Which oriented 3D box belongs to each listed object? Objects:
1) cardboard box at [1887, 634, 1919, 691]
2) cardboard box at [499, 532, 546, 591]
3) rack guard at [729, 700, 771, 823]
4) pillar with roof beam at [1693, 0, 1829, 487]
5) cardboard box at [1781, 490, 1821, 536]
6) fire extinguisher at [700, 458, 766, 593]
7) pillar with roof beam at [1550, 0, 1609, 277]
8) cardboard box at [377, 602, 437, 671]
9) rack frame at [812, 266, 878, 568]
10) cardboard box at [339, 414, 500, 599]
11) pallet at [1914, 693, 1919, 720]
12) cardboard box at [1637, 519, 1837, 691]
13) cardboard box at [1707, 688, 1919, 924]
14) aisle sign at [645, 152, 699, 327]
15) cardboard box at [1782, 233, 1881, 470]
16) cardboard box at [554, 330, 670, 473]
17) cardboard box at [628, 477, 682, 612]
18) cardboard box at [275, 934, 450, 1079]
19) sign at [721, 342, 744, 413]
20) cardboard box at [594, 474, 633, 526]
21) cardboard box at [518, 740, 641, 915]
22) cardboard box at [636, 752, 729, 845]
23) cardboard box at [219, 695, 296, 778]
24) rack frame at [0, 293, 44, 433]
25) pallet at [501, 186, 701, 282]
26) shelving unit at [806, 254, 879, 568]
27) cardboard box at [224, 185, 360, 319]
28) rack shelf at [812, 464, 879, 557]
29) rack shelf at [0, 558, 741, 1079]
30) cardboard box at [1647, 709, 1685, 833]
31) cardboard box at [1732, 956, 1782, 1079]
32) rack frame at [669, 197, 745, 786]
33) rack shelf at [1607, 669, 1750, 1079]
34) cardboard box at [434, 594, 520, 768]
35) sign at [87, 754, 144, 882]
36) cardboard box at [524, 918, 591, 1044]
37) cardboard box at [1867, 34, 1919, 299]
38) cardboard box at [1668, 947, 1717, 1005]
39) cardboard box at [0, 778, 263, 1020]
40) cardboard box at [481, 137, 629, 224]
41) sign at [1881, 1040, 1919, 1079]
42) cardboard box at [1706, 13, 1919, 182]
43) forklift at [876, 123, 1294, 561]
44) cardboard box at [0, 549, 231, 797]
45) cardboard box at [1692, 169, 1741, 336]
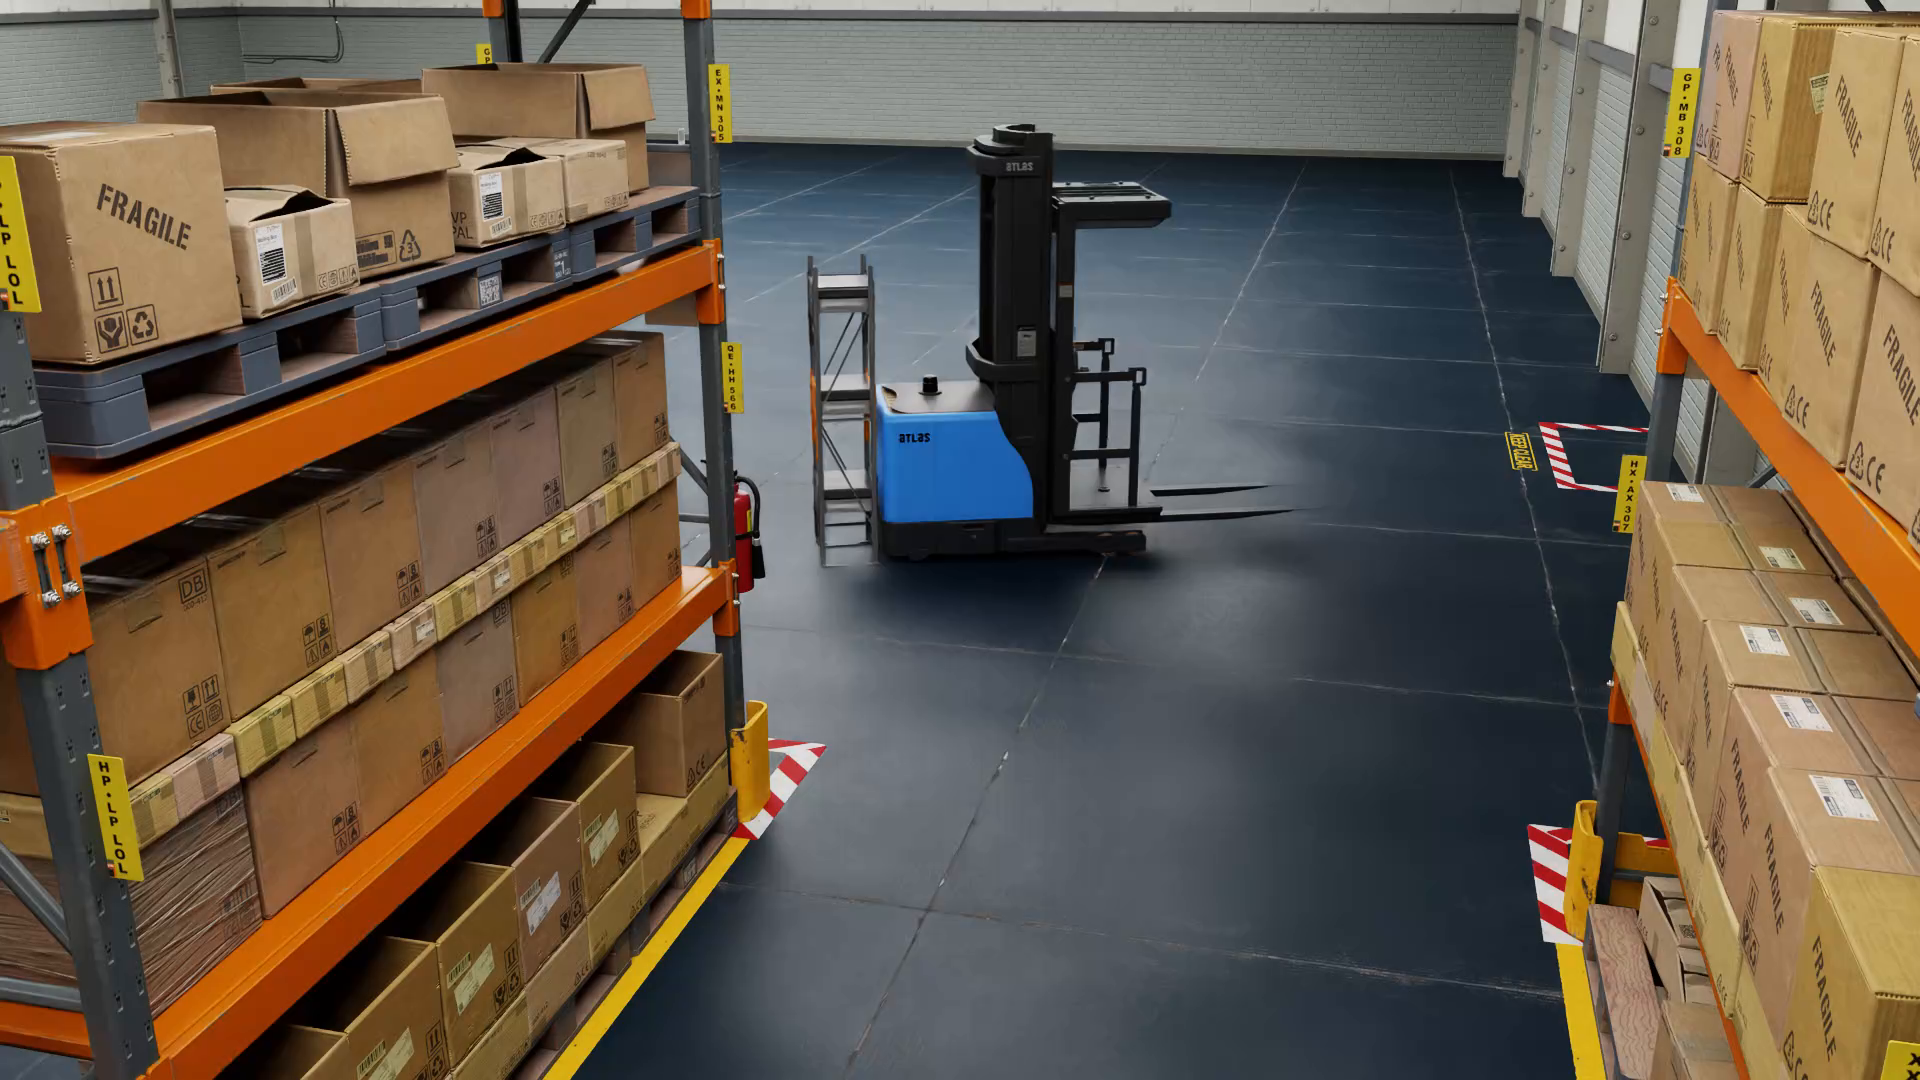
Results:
[{"bbox_3d":[2.961,0.616,4.785,0.500,0.500,0.500,5,19,14],"label":"cardboard box"},{"bbox_3d":[-1.780,0.064,6.202,0.380,0.149,0.250,5,20,15],"label":"cardboard box"},{"bbox_3d":[-1.551,1.053,8.332,1.175,0.500,0.348,5,19,13],"label":"rack guard"},{"bbox_3d":[1.207,-4.504,11.453,9.100,9.000,0.400,5,19,13],"label":"pillar with roof beam"},{"bbox_3d":[3.339,0.139,6.182,0.500,0.500,0.500,4,19,13],"label":"cardboard box"},{"bbox_3d":[-1.077,-0.086,7.920,0.296,0.674,0.183,5,19,13],"label":"fire extinguisher"},{"bbox_3d":[4.139,-8.266,22.465,9.100,9.000,0.400,5,19,13],"label":"pillar with roof beam"},{"bbox_3d":[-1.969,0.304,5.500,0.380,0.149,0.250,4,19,12],"label":"cardboard box"},{"bbox_3d":[-0.775,-0.812,11.315,0.400,2.100,0.015,-3,19,-8],"label":"rack frame"},{"bbox_3d":[-2.064,-0.142,5.800,0.700,0.500,0.500,5,19,13],"label":"cardboard box"},{"bbox_3d":[2.017,0.376,2.097,1.213,0.211,1.003,5,19,13],"label":"pallet"},{"bbox_3d":[2.710,0.254,5.844,0.500,0.500,0.500,5,19,14],"label":"cardboard box"},{"bbox_3d":[2.336,0.741,4.418,0.500,0.500,0.500,4,19,12],"label":"cardboard box"},{"bbox_3d":[-1.256,-1.350,7.478,0.394,0.787,0.004,5,19,13],"label":"aisle sign"},{"bbox_3d":[2.389,-0.467,4.088,0.500,0.500,0.500,4,19,11],"label":"cardboard box"},{"bbox_3d":[-1.696,-0.622,7.206,0.700,0.500,0.500,5,19,14],"label":"cardboard box"},{"bbox_3d":[-1.683,-0.025,7.465,0.700,0.500,0.500,5,19,13],"label":"cardboard box"},{"bbox_3d":[-2.002,1.601,5.305,0.500,0.500,0.500,5,19,13],"label":"cardboard box"},{"bbox_3d":[-1.034,-0.736,7.542,0.100,0.325,0.005,5,19,13],"label":"sign"},{"bbox_3d":[-1.590,-0.180,6.915,0.380,0.149,0.250,4,19,13],"label":"cardboard box"},{"bbox_3d":[-1.629,1.131,6.680,0.500,0.500,0.500,5,19,13],"label":"cardboard box"},{"bbox_3d":[-1.401,1.171,7.722,0.500,0.250,0.500,5,19,13],"label":"cardboard box"},{"bbox_3d":[-2.158,0.548,4.784,0.380,0.149,0.250,4,19,12],"label":"cardboard box"},{"bbox_3d":[-2.534,-1.708,3.266,1.000,3.000,0.127,5,19,13],"label":"rack frame"},{"bbox_3d":[-1.754,-1.281,6.793,1.003,0.211,1.213,5,19,13],"label":"pallet"},{"bbox_3d":[-0.812,-0.890,11.544,0.431,2.100,0.503,-3,19,-8],"label":"shelving unit"},{"bbox_3d":[-2.023,-0.818,4.571,0.500,0.311,0.500,4,19,10],"label":"cardboard box"},{"bbox_3d":[-0.812,-0.214,11.774,0.431,0.518,0.480,-3,19,-8],"label":"rack shelf"},{"bbox_3d":[-2.045,0.845,6.187,1.077,0.370,4.000,5,19,13],"label":"rack shelf"},{"bbox_3d":[2.578,0.780,5.465,0.500,0.250,0.500,4,19,13],"label":"cardboard box"},{"bbox_3d":[2.222,1.255,4.075,0.500,0.250,0.500,5,19,14],"label":"cardboard box"},{"bbox_3d":[-1.556,-0.123,7.906,1.000,3.000,0.127,5,19,13],"label":"rack frame"},{"bbox_3d":[2.759,1.235,5.045,1.077,0.370,4.000,5,19,13],"label":"rack shelf"},{"bbox_3d":[-2.058,0.461,6.043,0.700,0.500,0.500,5,20,15],"label":"cardboard box"},{"bbox_3d":[-2.005,0.660,3.945,0.100,0.325,0.005,5,19,13],"label":"sign"},{"bbox_3d":[-1.756,1.642,6.343,0.500,0.250,0.500,5,19,13],"label":"cardboard box"},{"bbox_3d":[2.255,-0.780,3.458,0.500,0.500,0.500,6,20,16],"label":"cardboard box"},{"bbox_3d":[2.852,1.720,5.990,0.500,0.311,0.500,6,20,18],"label":"cardboard box"},{"bbox_3d":[-2.431,0.944,4.628,0.700,0.500,0.500,4,19,12],"label":"cardboard box"},{"bbox_3d":[-1.582,-1.354,6.237,0.500,0.250,0.500,5,19,13],"label":"cardboard box"},{"bbox_3d":[1.743,1.071,3.072,0.100,0.325,0.005,5,19,13],"label":"sign"},{"bbox_3d":[2.747,-1.427,5.352,0.500,0.500,0.500,4,19,13],"label":"cardboard box"},{"bbox_3d":[0.893,-1.436,11.857,3.031,2.935,1.130,-3,19,-7],"label":"forklift"},{"bbox_3d":[-2.431,0.330,4.418,0.700,0.500,0.500,5,19,14],"label":"cardboard box"},{"bbox_3d":[2.758,-0.958,5.526,0.500,0.500,0.500,6,20,17],"label":"cardboard box"}]
